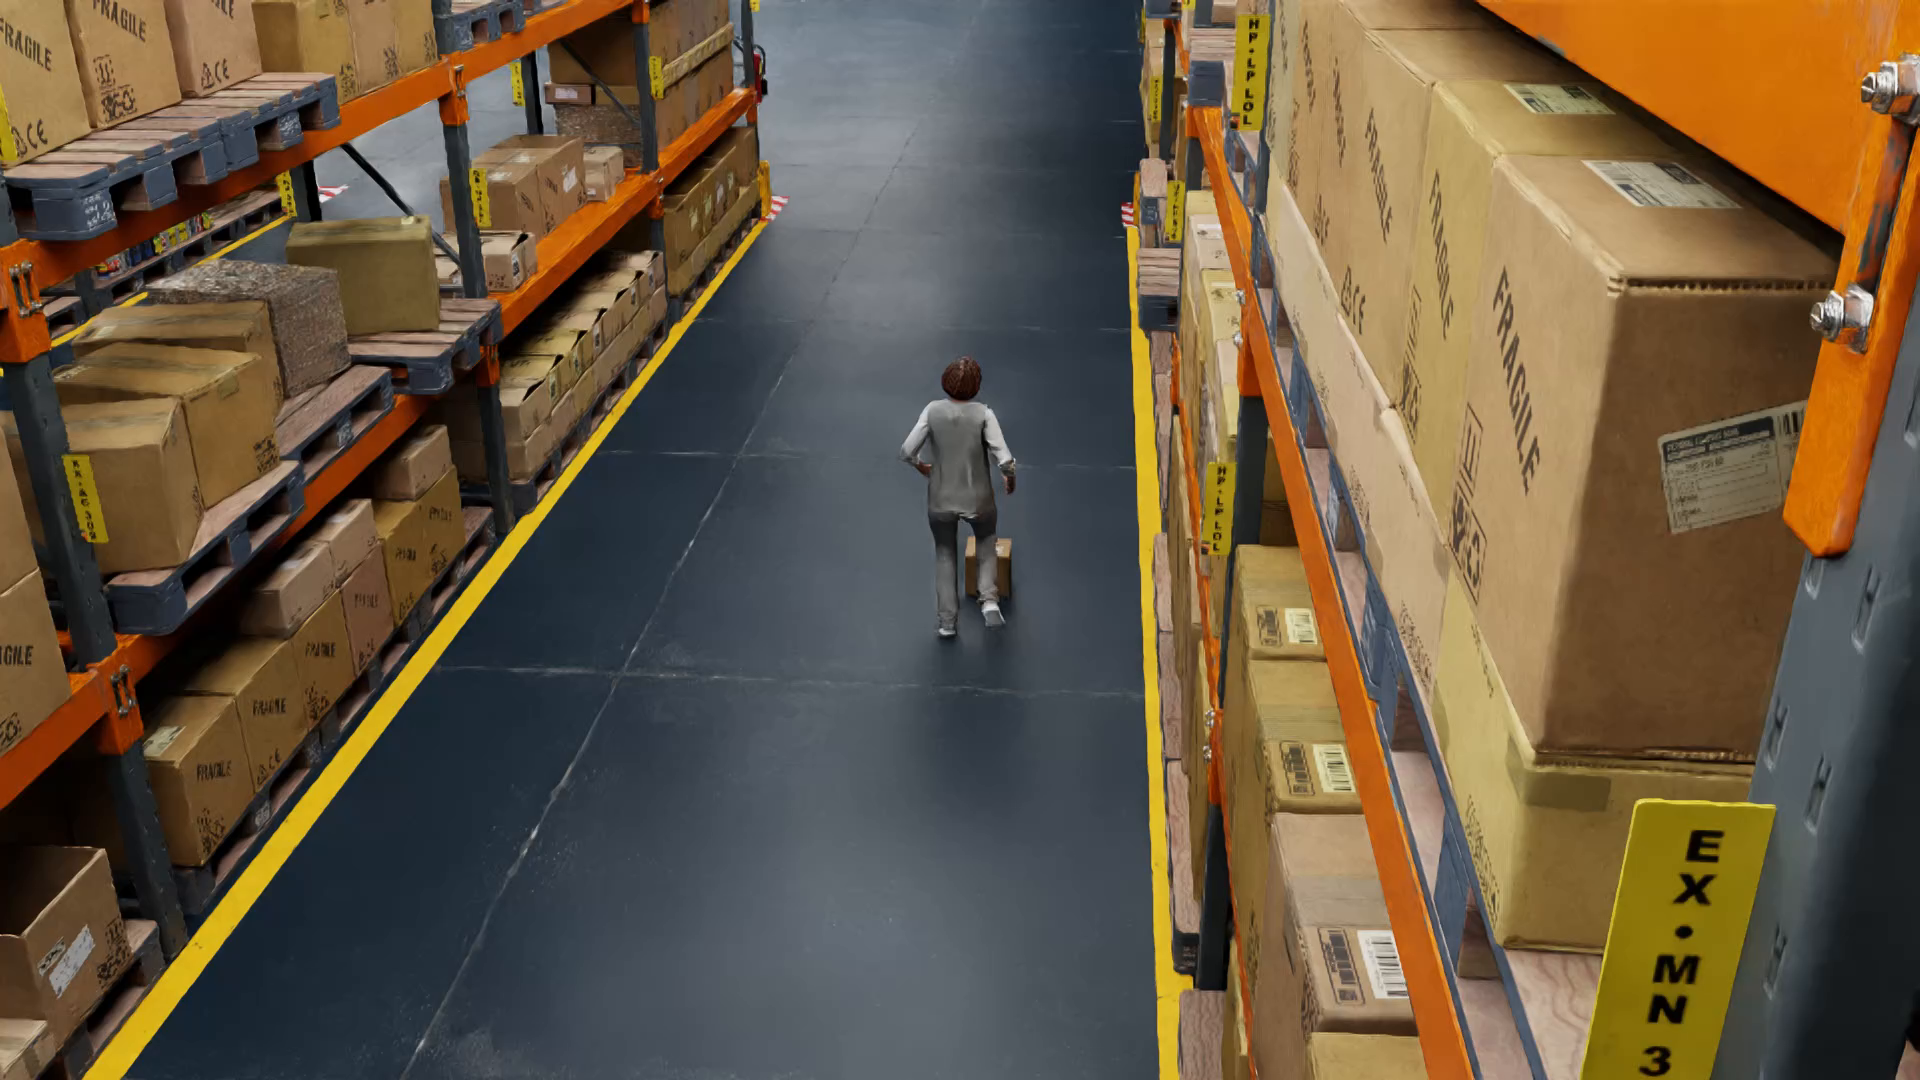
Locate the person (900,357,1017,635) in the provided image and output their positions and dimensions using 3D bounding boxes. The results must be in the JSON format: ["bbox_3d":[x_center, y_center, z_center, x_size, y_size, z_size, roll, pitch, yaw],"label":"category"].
[{"bbox_3d":[-0.003,-0.229,8.632,0.600,1.559,0.435,2,25,4],"label":"person"}]
